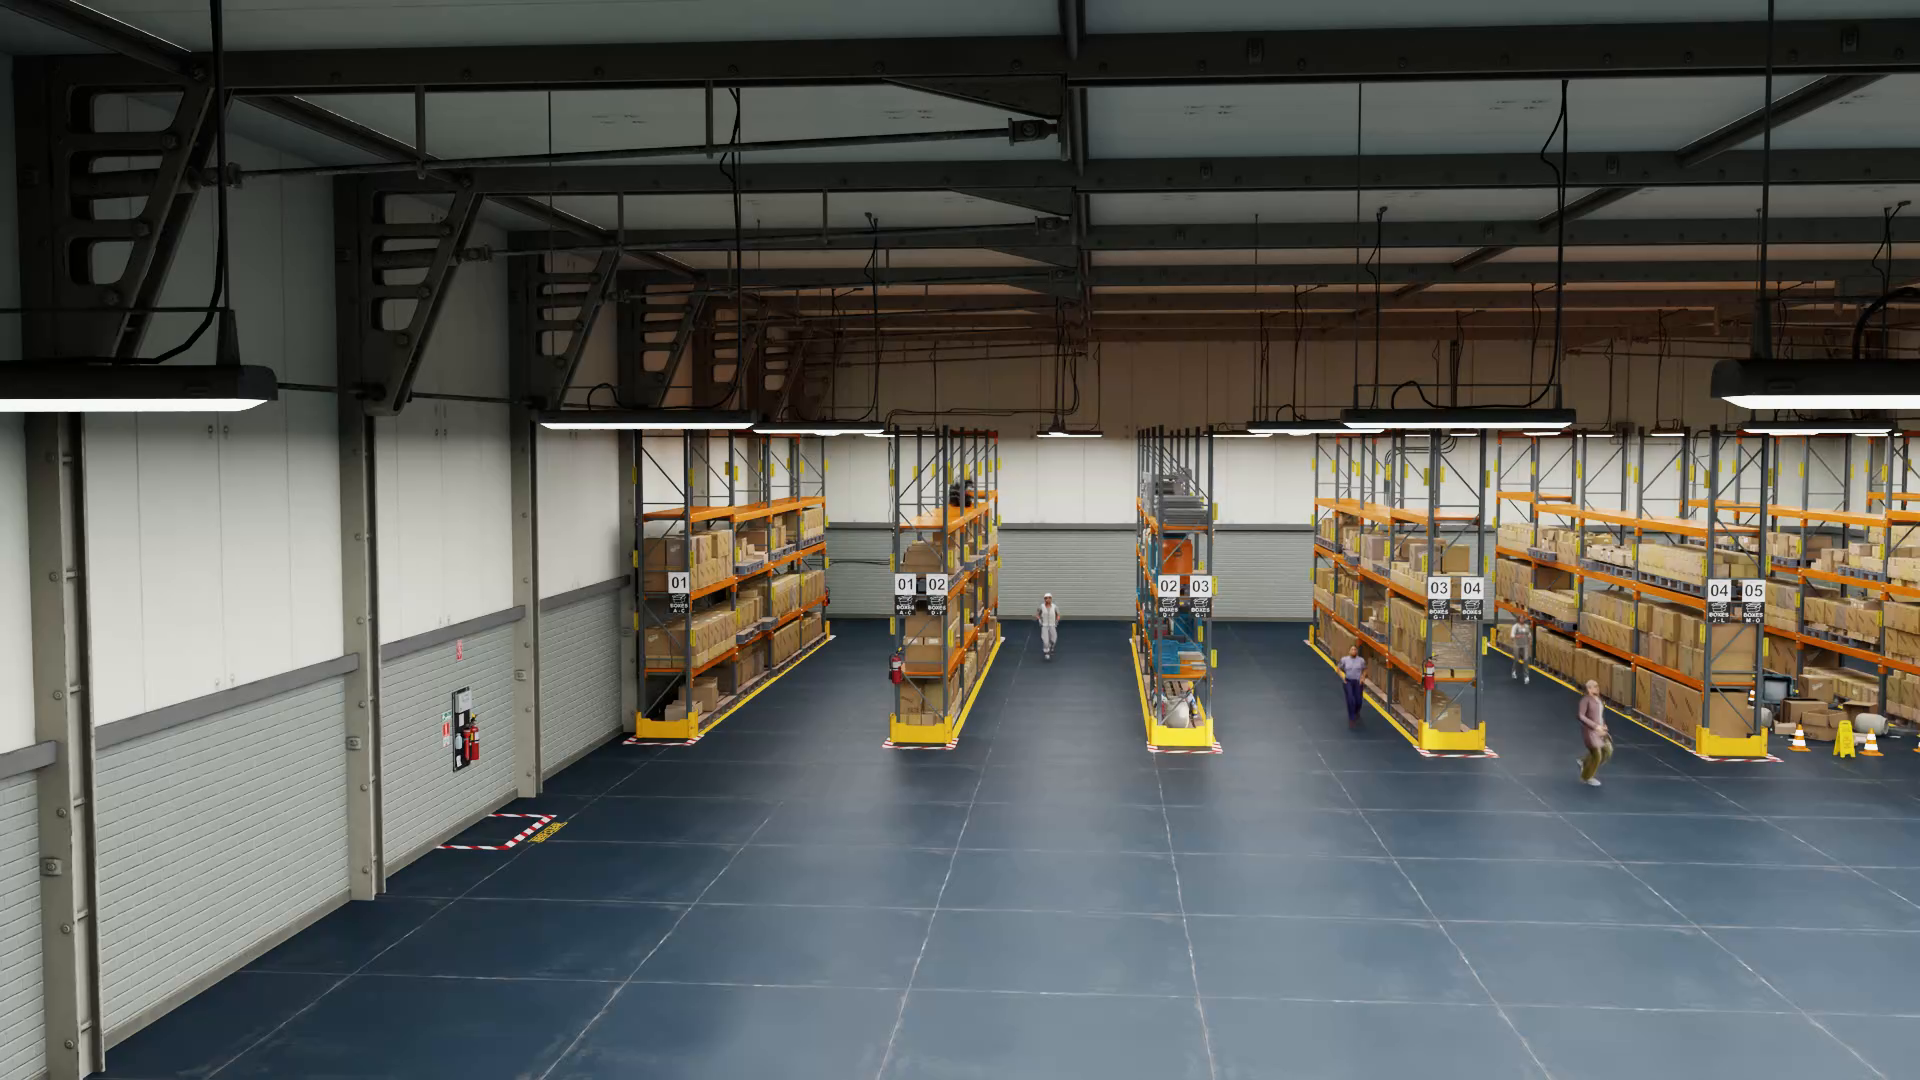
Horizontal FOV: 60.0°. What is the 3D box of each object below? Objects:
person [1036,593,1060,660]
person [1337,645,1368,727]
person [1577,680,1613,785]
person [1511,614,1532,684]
[{"bbox_3d":[2.293,2.258,43.172,0.651,1.739,0.601,0,3,-2],"label":"person"},{"bbox_3d":[7.890,2.913,33.445,0.614,1.630,0.639,0,3,6],"label":"person"},{"bbox_3d":[10.538,3.196,27.656,0.717,1.741,0.571,-3,5,-41],"label":"person"},{"bbox_3d":[13.251,2.542,39.273,0.529,1.607,0.851,0,3,3],"label":"person"}]
